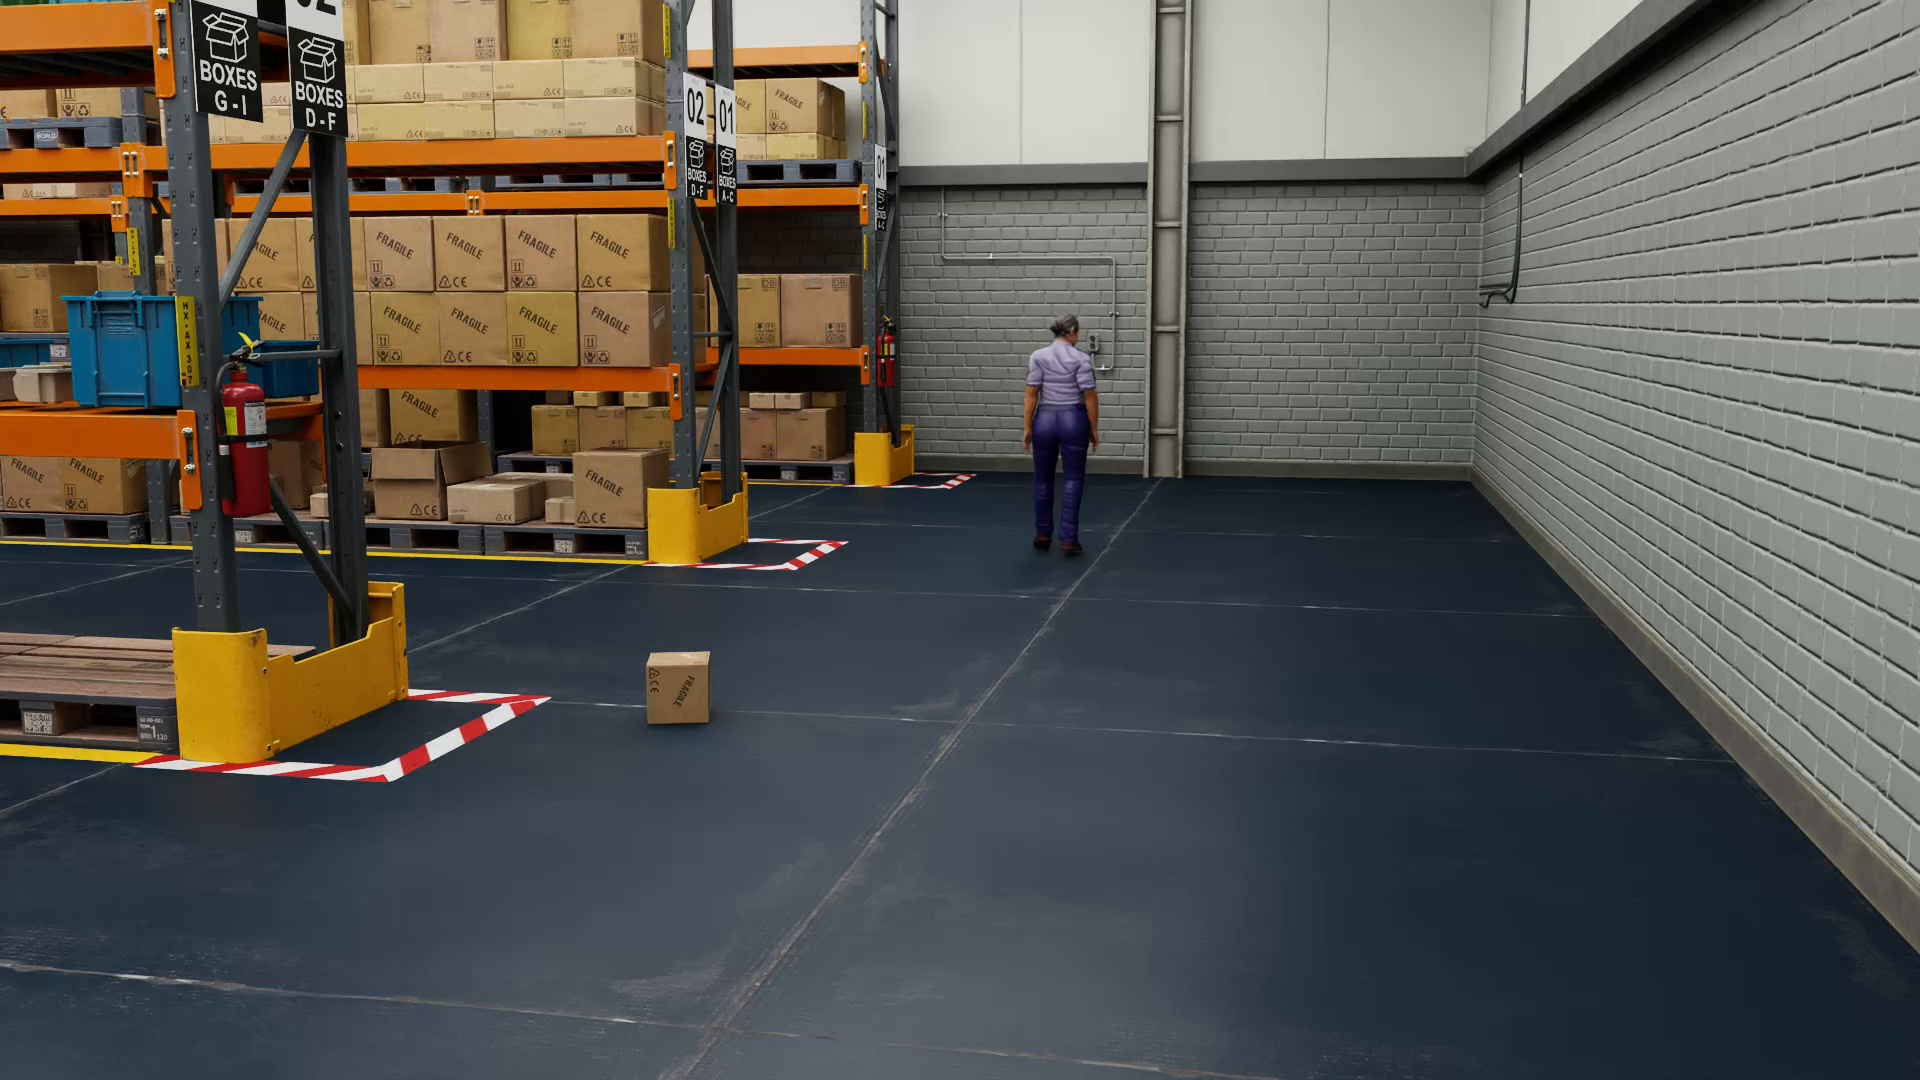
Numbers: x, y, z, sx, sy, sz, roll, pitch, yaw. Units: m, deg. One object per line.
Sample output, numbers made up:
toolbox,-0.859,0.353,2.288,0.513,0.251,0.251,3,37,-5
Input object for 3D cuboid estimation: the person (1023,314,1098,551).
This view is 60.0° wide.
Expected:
person,0.723,-0.753,11.592,0.539,1.638,0.627,2,8,17
